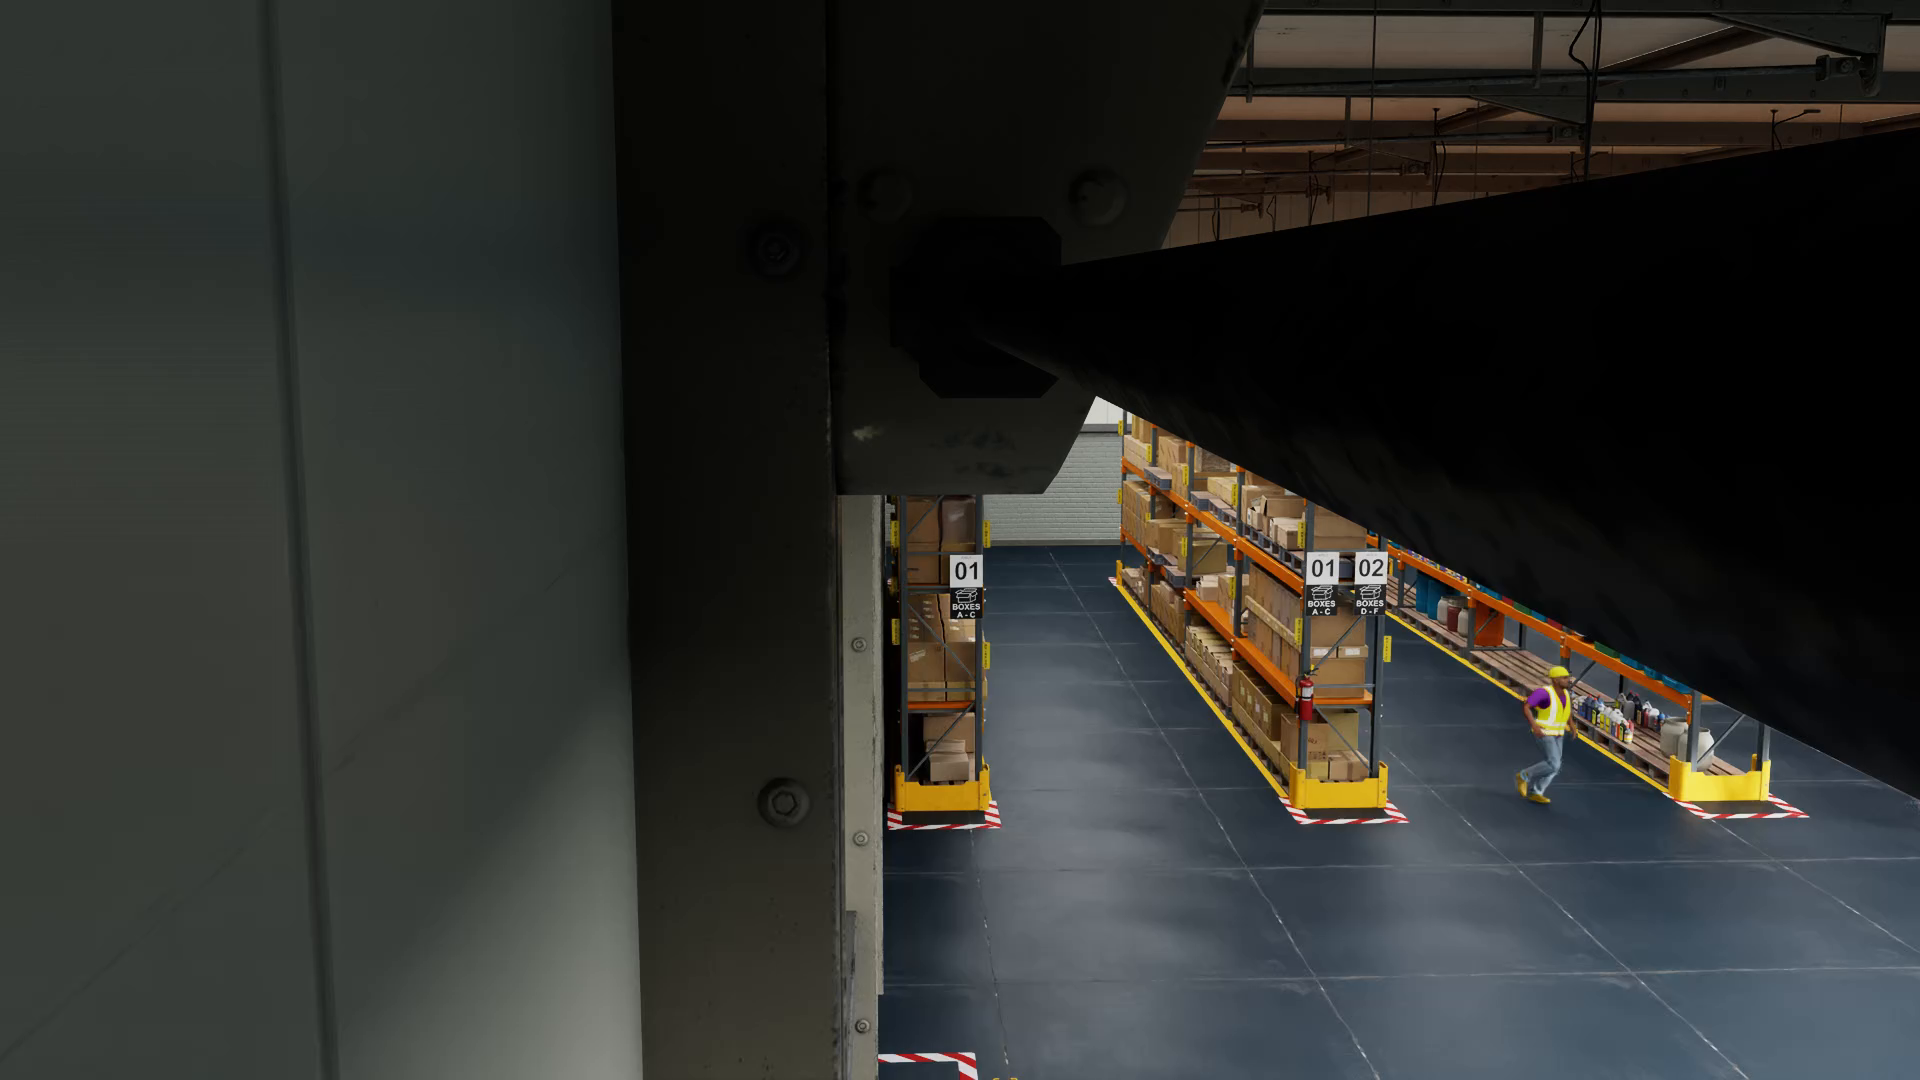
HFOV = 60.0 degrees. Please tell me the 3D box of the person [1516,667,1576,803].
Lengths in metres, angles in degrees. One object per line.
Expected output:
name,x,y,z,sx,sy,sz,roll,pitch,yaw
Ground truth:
person,7.419,2.429,20.876,0.743,1.712,0.561,-7,11,-38
